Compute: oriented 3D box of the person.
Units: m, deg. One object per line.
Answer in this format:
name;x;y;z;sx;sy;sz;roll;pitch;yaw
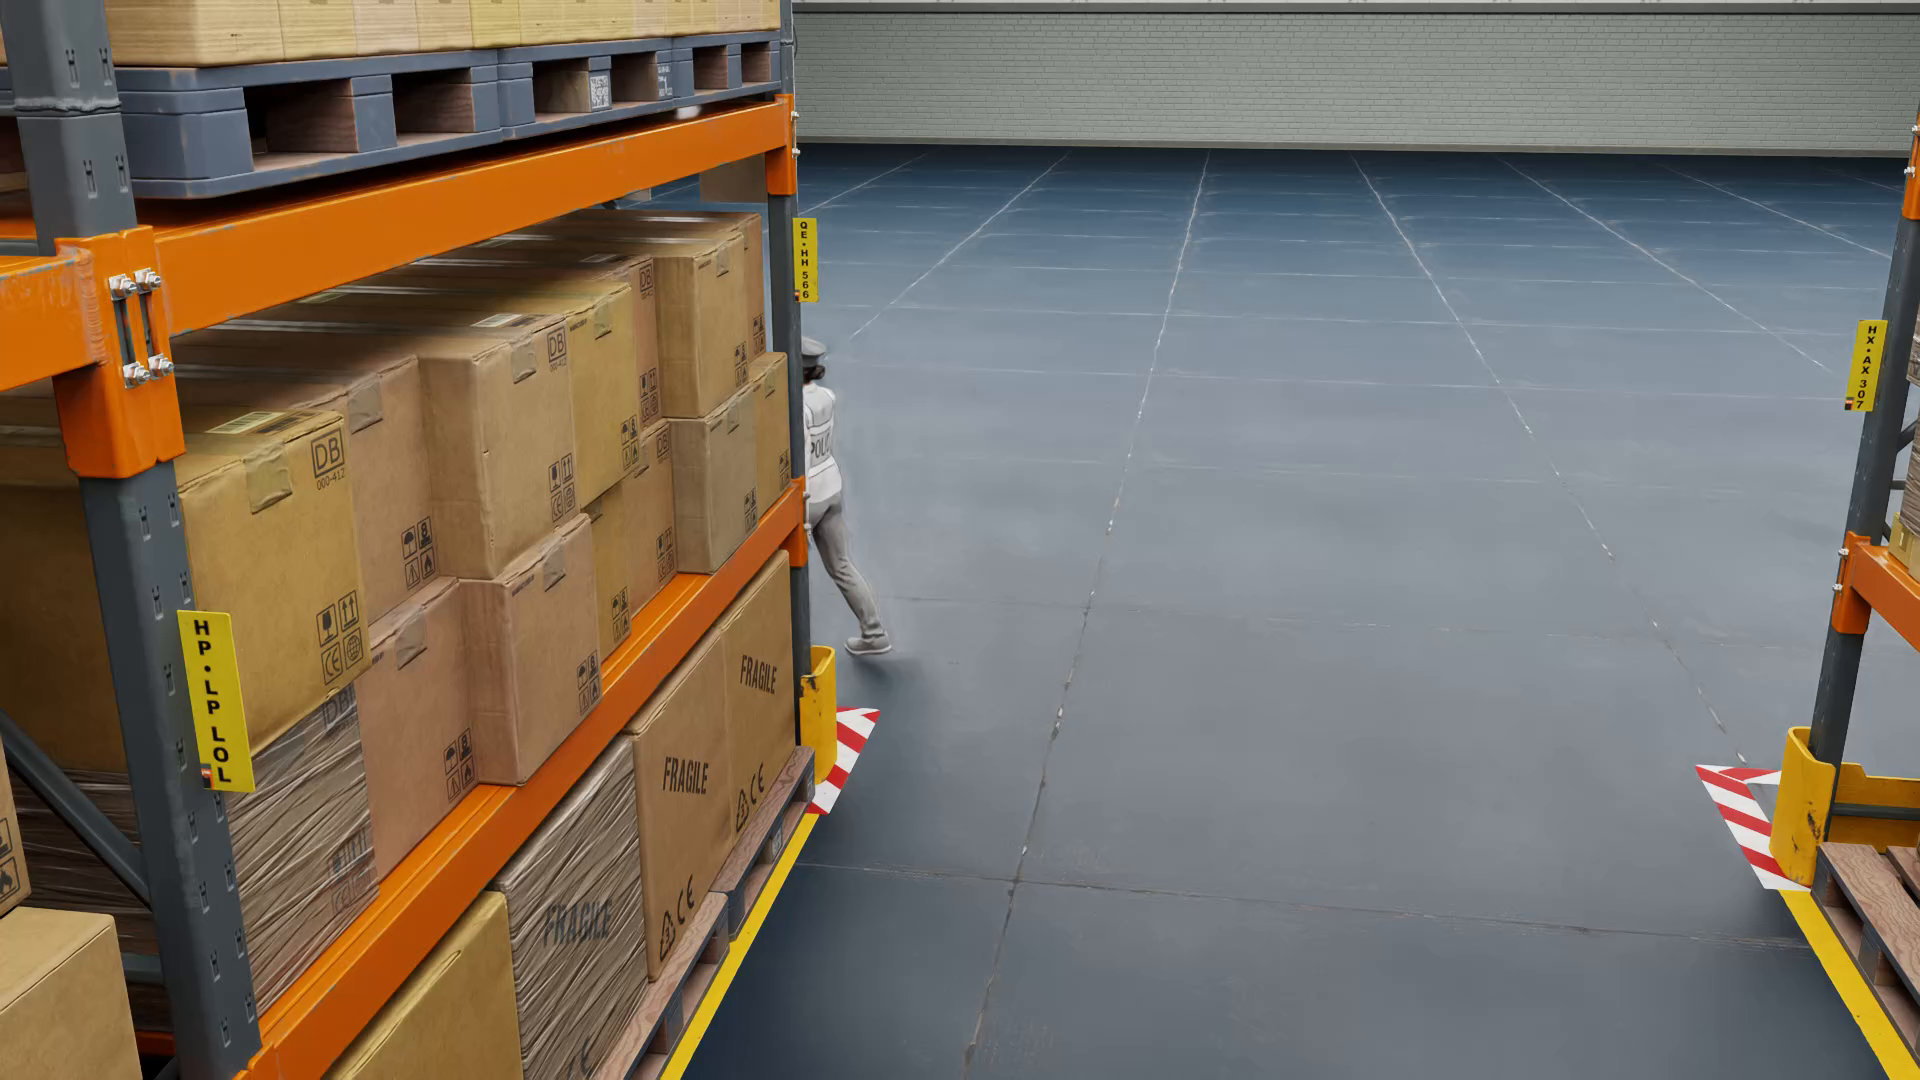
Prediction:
person;-0.792;-0.207;8.163;0.927;1.633;0.501;9;20;26
